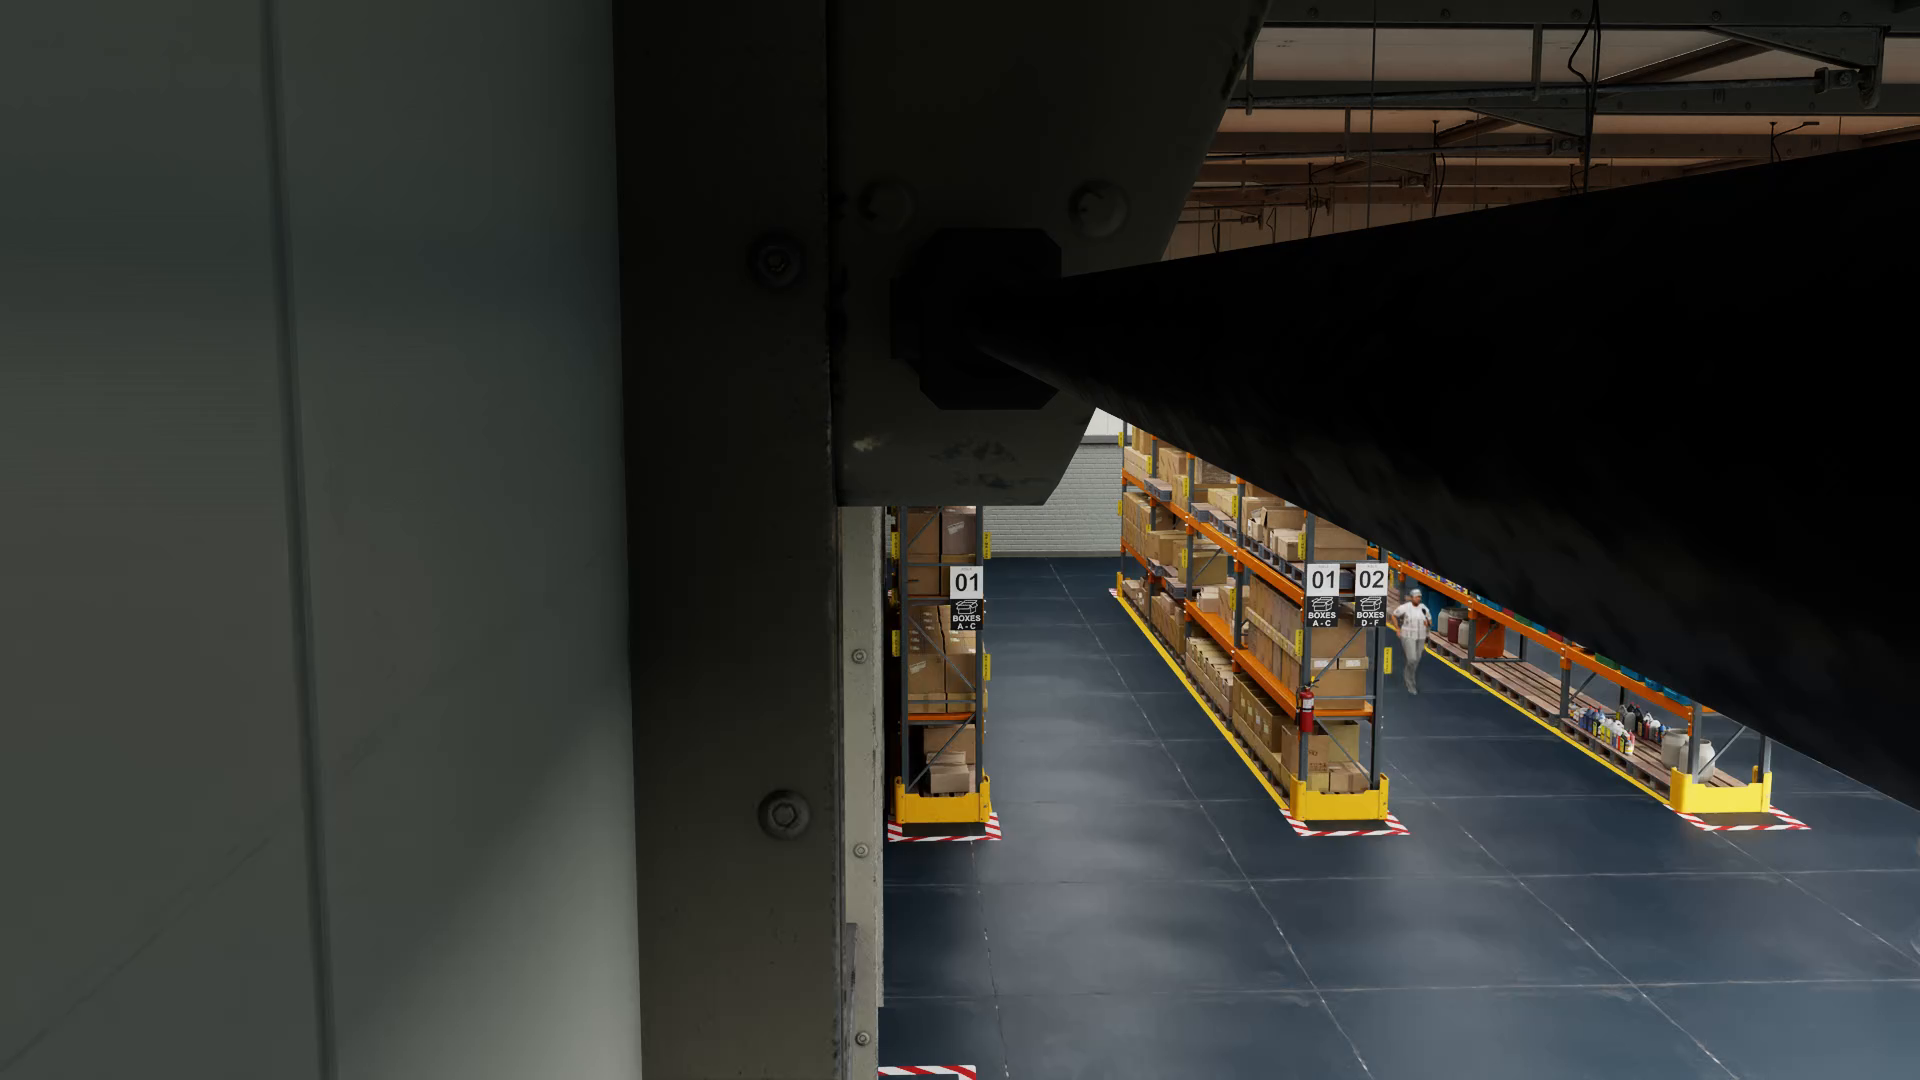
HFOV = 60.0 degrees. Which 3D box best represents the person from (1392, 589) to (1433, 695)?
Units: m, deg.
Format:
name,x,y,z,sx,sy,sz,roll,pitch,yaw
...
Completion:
name,x,y,z,sx,sy,sz,roll,pitch,yaw
person,7.488,1.659,27.489,0.579,1.729,0.764,-2,8,-13
